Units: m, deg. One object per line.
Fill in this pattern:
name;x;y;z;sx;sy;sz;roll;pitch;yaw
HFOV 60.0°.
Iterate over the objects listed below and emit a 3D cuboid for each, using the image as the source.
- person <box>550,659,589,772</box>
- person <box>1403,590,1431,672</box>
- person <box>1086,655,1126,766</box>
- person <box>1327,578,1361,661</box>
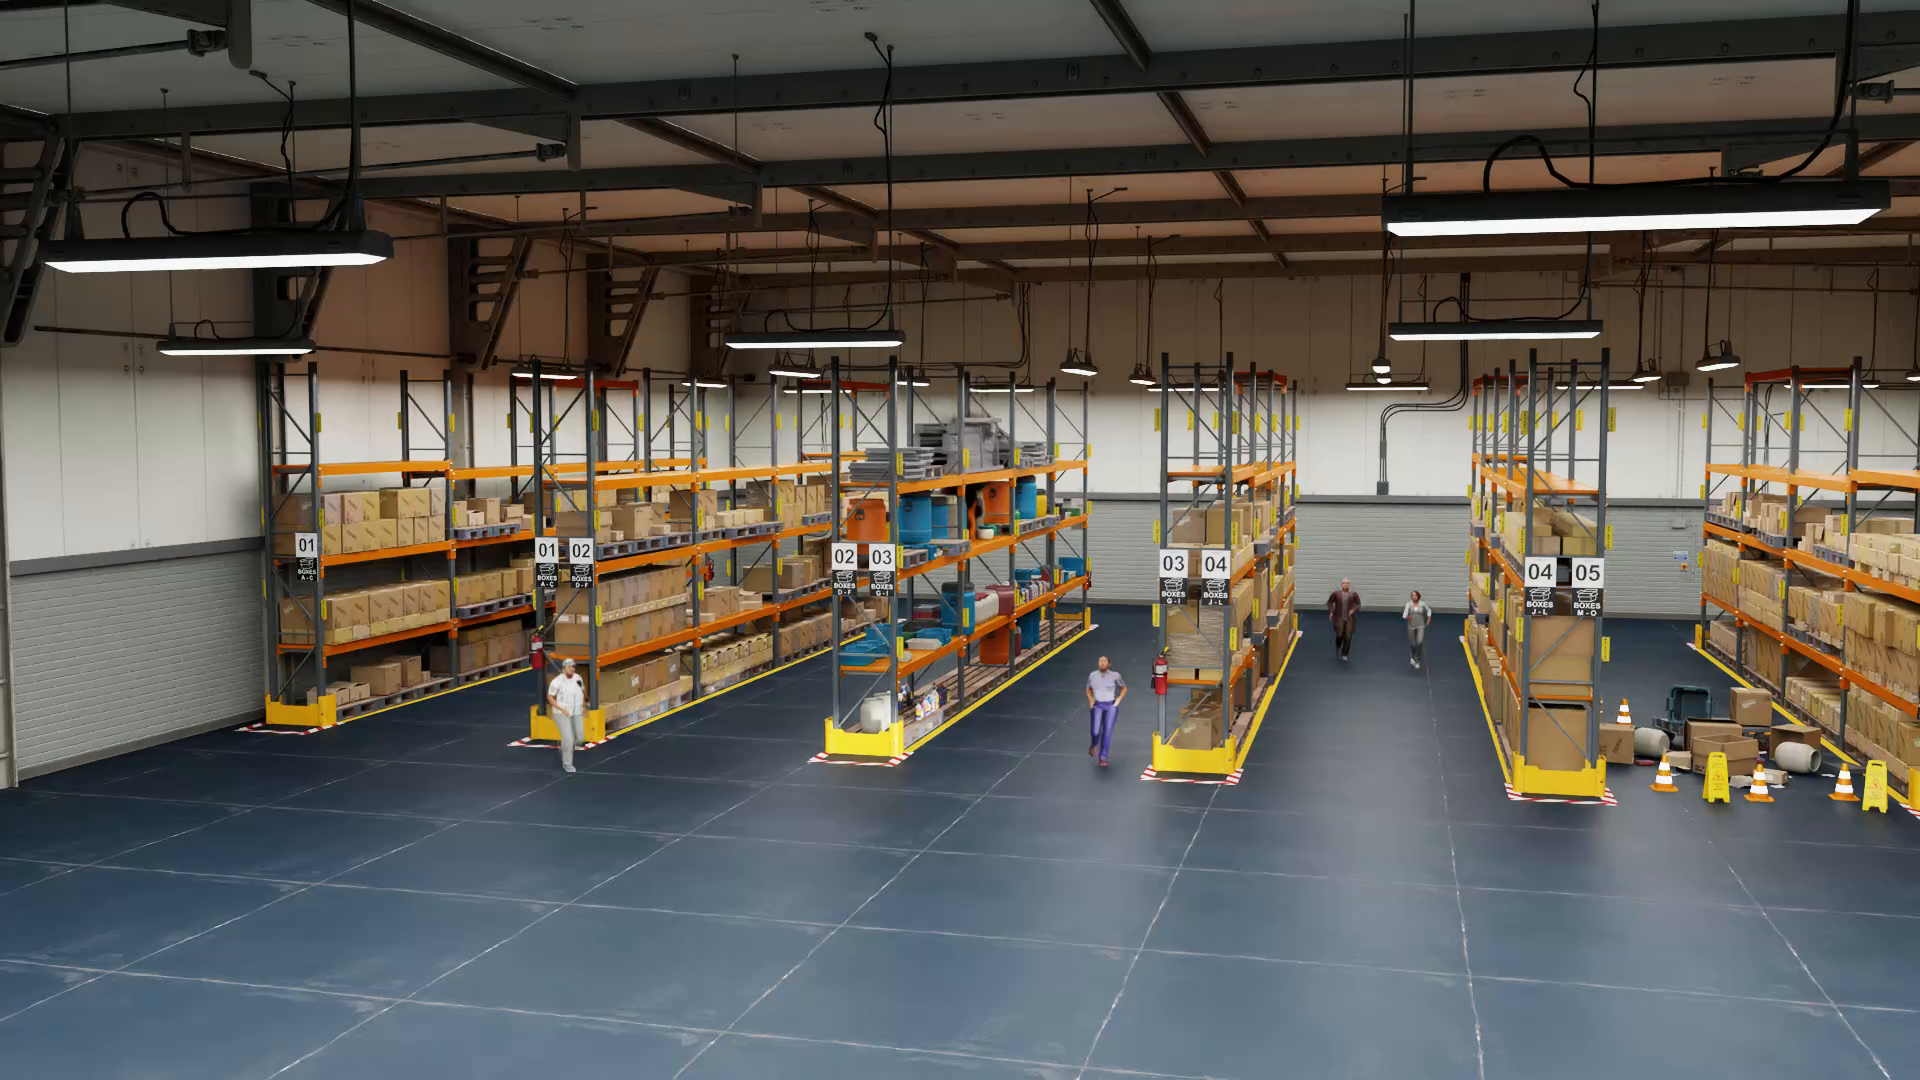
person;-5.619;2.511;23.998;0.624;1.624;0.580;-4;6;-44
person;9.299;1.832;33.875;0.544;1.615;0.813;1;4;18
person;2.124;2.504;24.424;0.604;1.585;0.498;1;4;12
person;8.061;1.674;34.887;0.692;1.742;0.656;1;4;9
